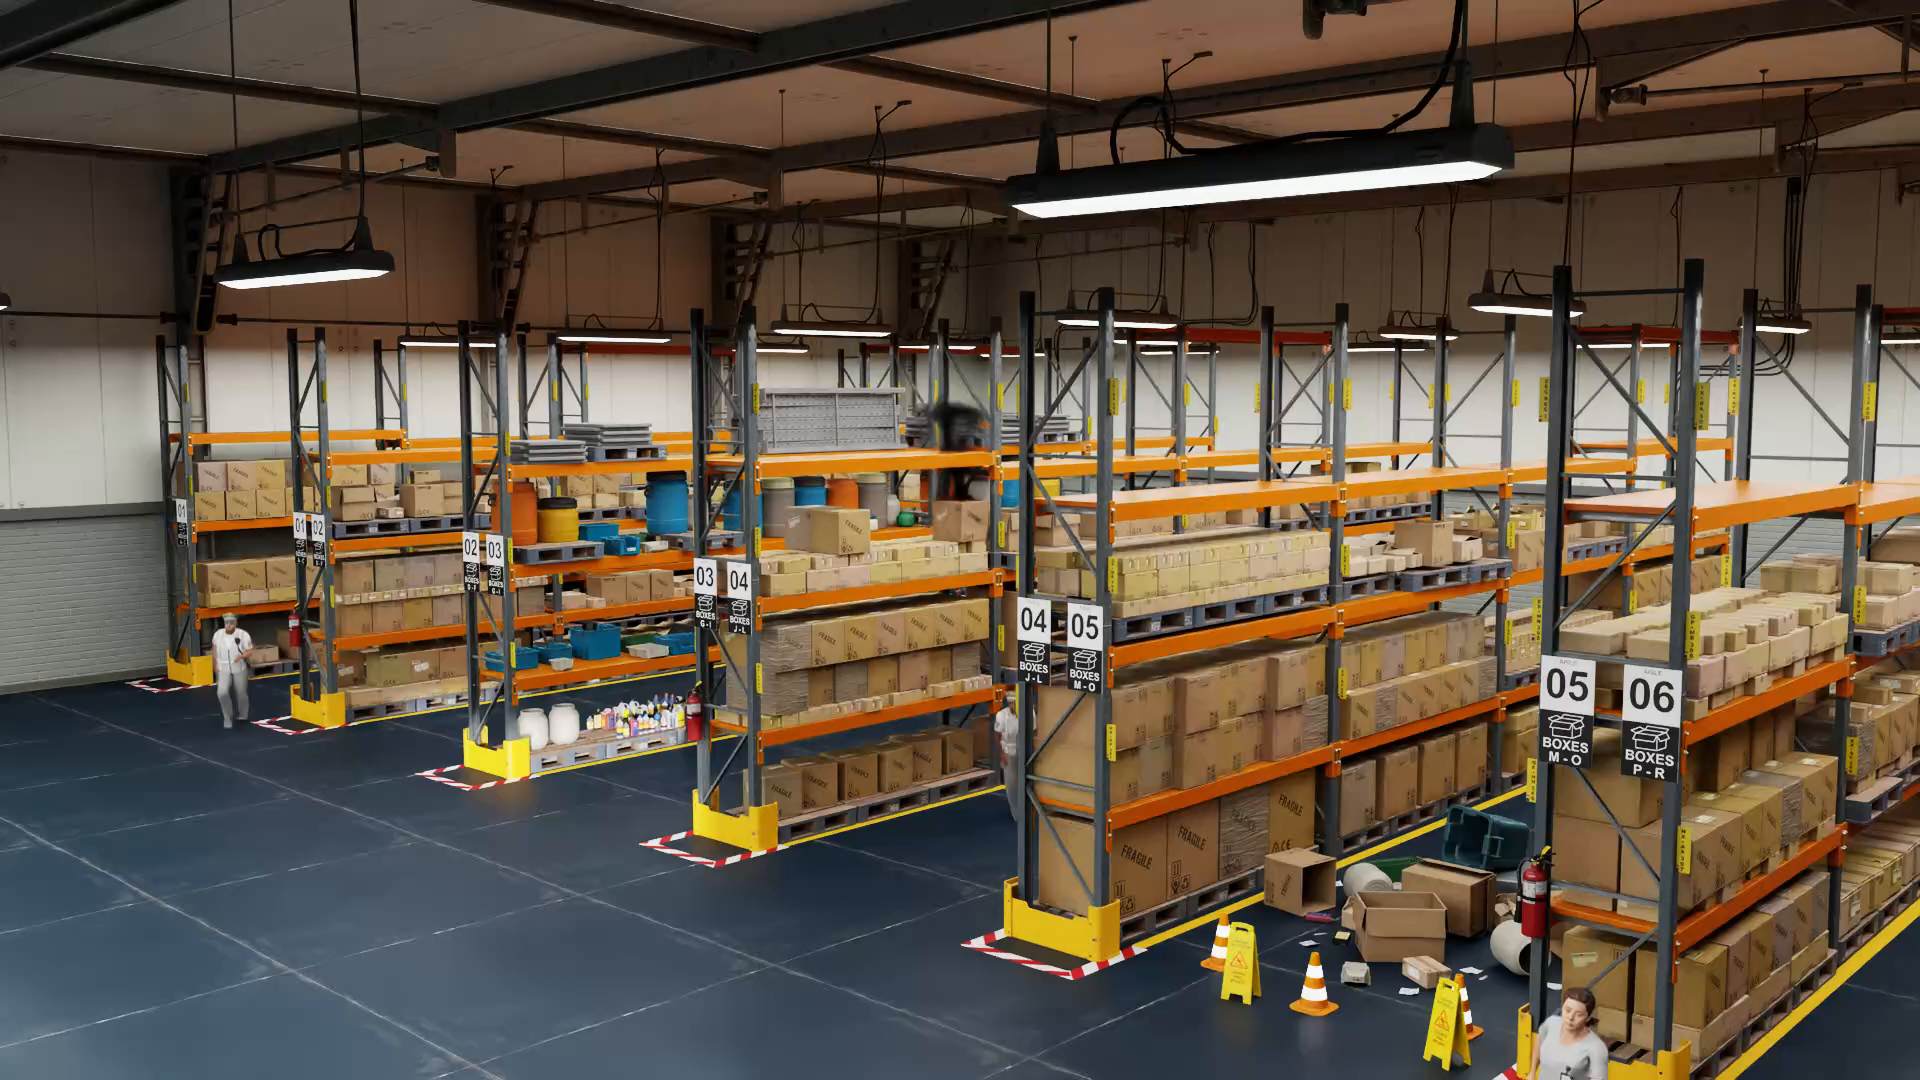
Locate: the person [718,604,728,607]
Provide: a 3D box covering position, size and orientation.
[{"bbox_3d":[-4.714,1.222,33.882,0.517,1.560,0.659,4,7,39],"label":"person"}]

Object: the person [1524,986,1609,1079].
[{"bbox_3d":[3.529,3.404,9.983,0.732,1.586,0.709,5,8,44],"label":"person"}]

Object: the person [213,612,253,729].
[{"bbox_3d":[-10.946,1.969,25.025,0.594,1.808,0.863,-1,6,-14],"label":"person"}]

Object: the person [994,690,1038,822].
[{"bbox_3d":[0.684,2.527,19.759,0.592,1.625,0.765,-1,5,-6],"label":"person"}]
